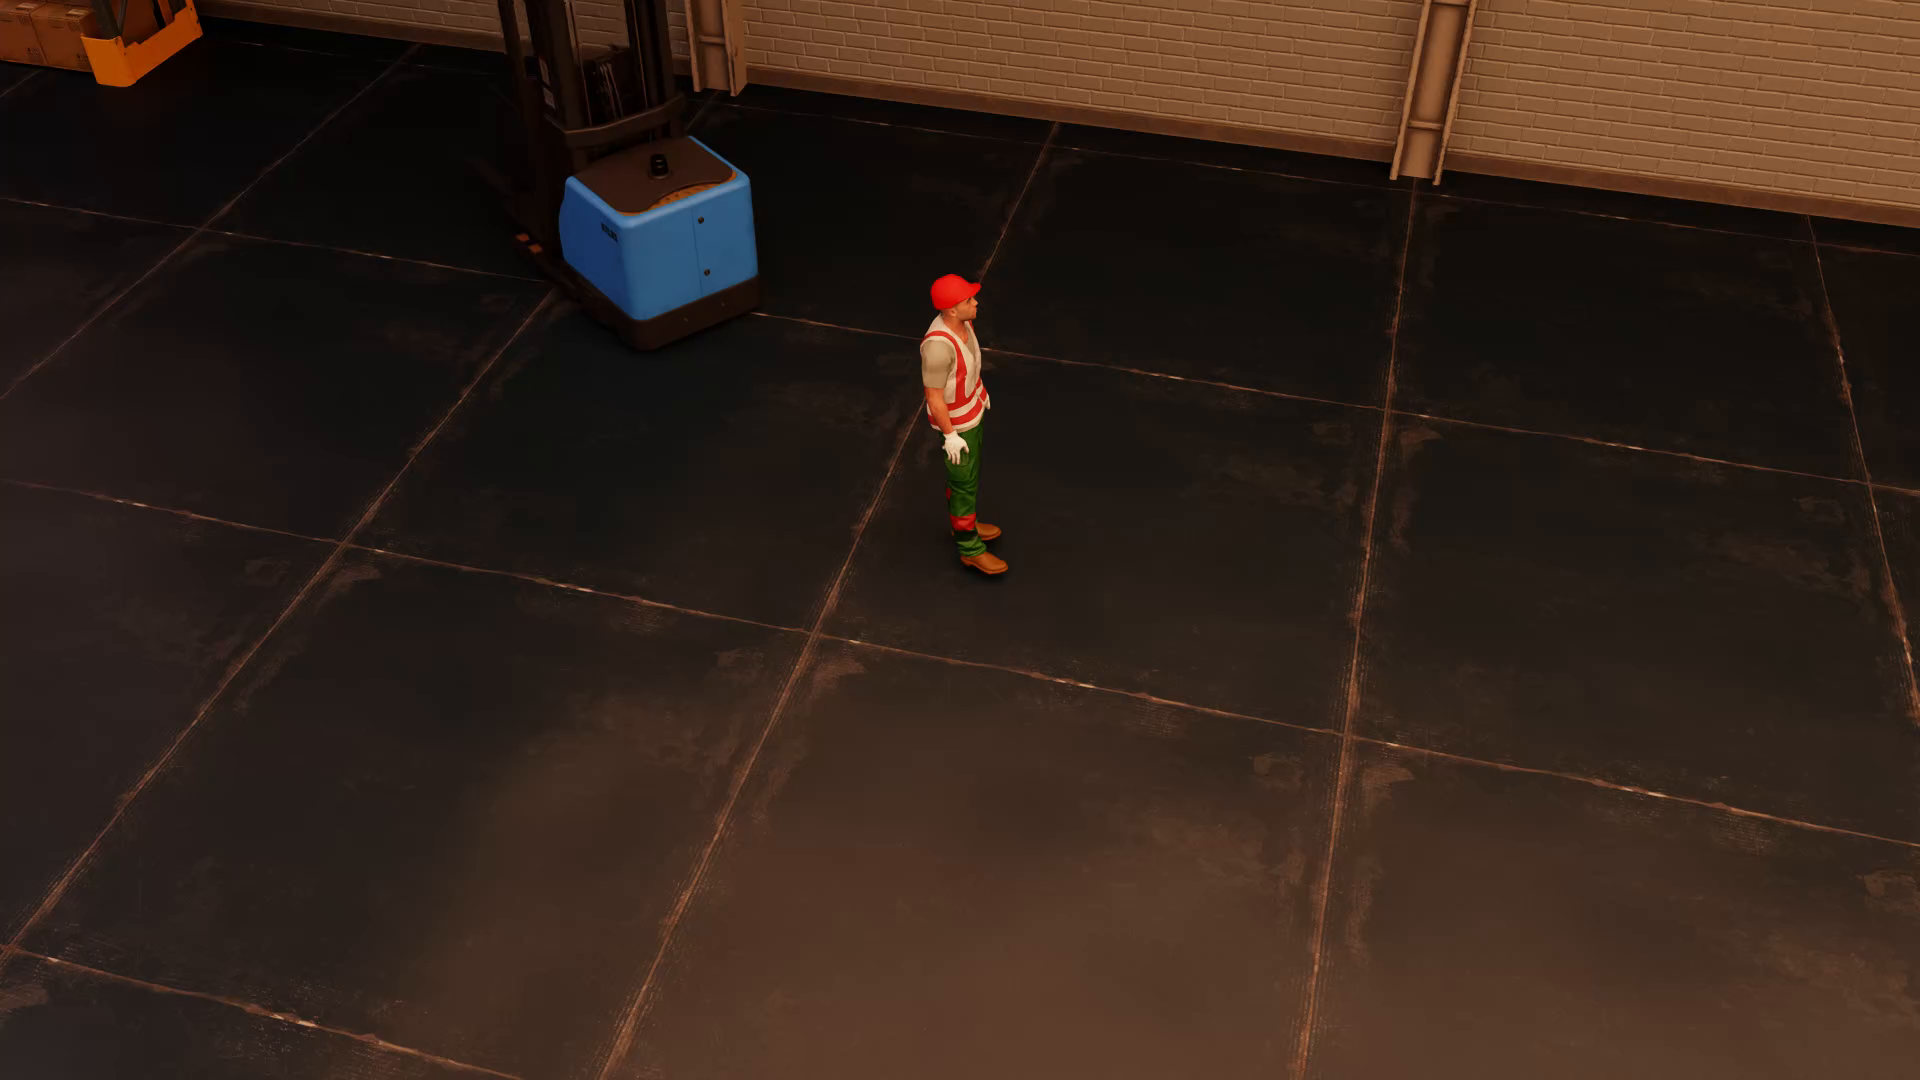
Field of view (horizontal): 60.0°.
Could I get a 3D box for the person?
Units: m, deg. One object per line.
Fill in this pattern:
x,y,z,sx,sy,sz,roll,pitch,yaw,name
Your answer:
0.075,-0.687,9.441,0.561,1.789,0.638,10,42,11,person

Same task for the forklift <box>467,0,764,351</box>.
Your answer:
-2.717,-3.323,11.652,1.130,2.935,3.031,-27,48,-28,forklift
